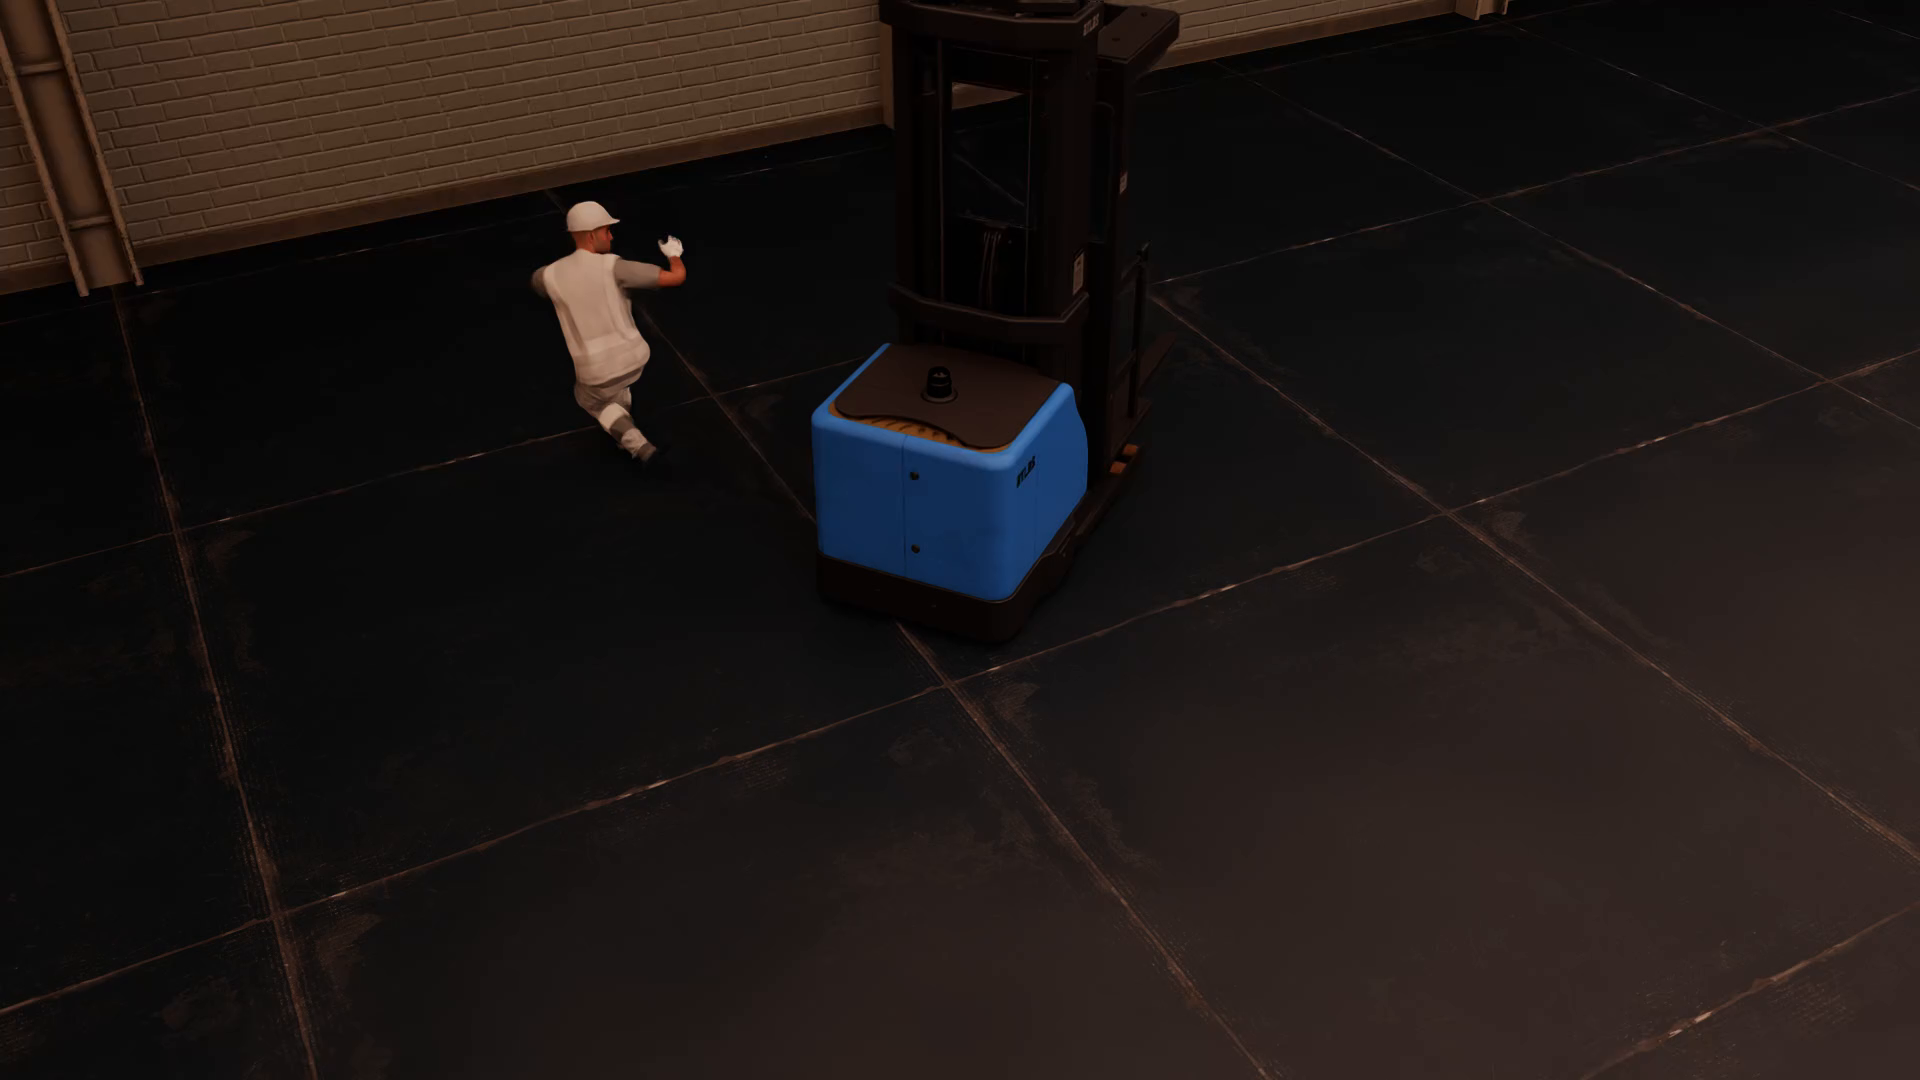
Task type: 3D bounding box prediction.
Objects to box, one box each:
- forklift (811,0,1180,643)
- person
[{"bbox_3d":[0.371,-1.553,8.320,1.130,2.935,3.031,15,38,20],"label":"forklift"},{"bbox_3d":[-1.868,-1.166,9.032,0.812,1.489,1.092,-14,38,-19],"label":"person"}]
